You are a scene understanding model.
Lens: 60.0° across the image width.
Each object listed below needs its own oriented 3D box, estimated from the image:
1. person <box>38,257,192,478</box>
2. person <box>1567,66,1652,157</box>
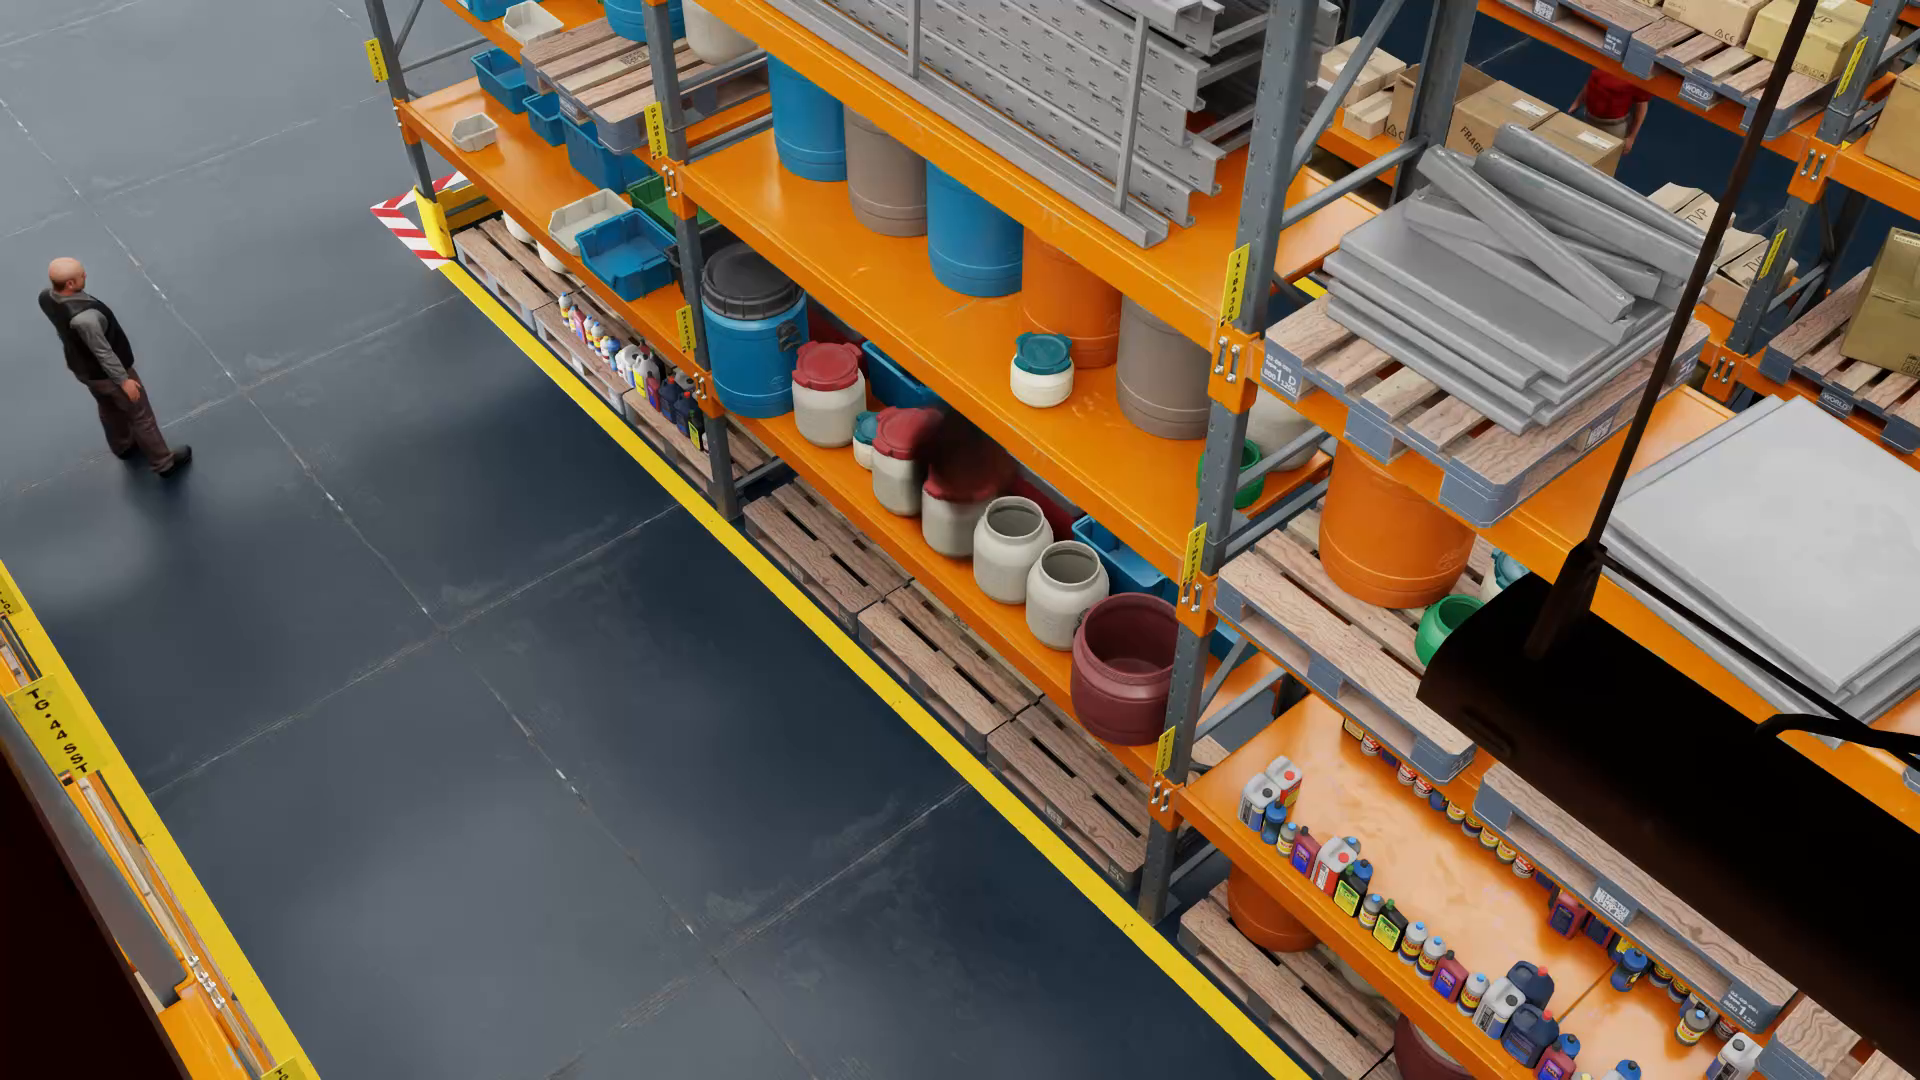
[{"bbox_3d":[-5.564,-1.139,10.872,0.578,1.721,0.413,26,52,22],"label":"person"},{"bbox_3d":[4.913,-3.228,12.869,0.622,1.723,0.548,-2,47,-2],"label":"person"}]
